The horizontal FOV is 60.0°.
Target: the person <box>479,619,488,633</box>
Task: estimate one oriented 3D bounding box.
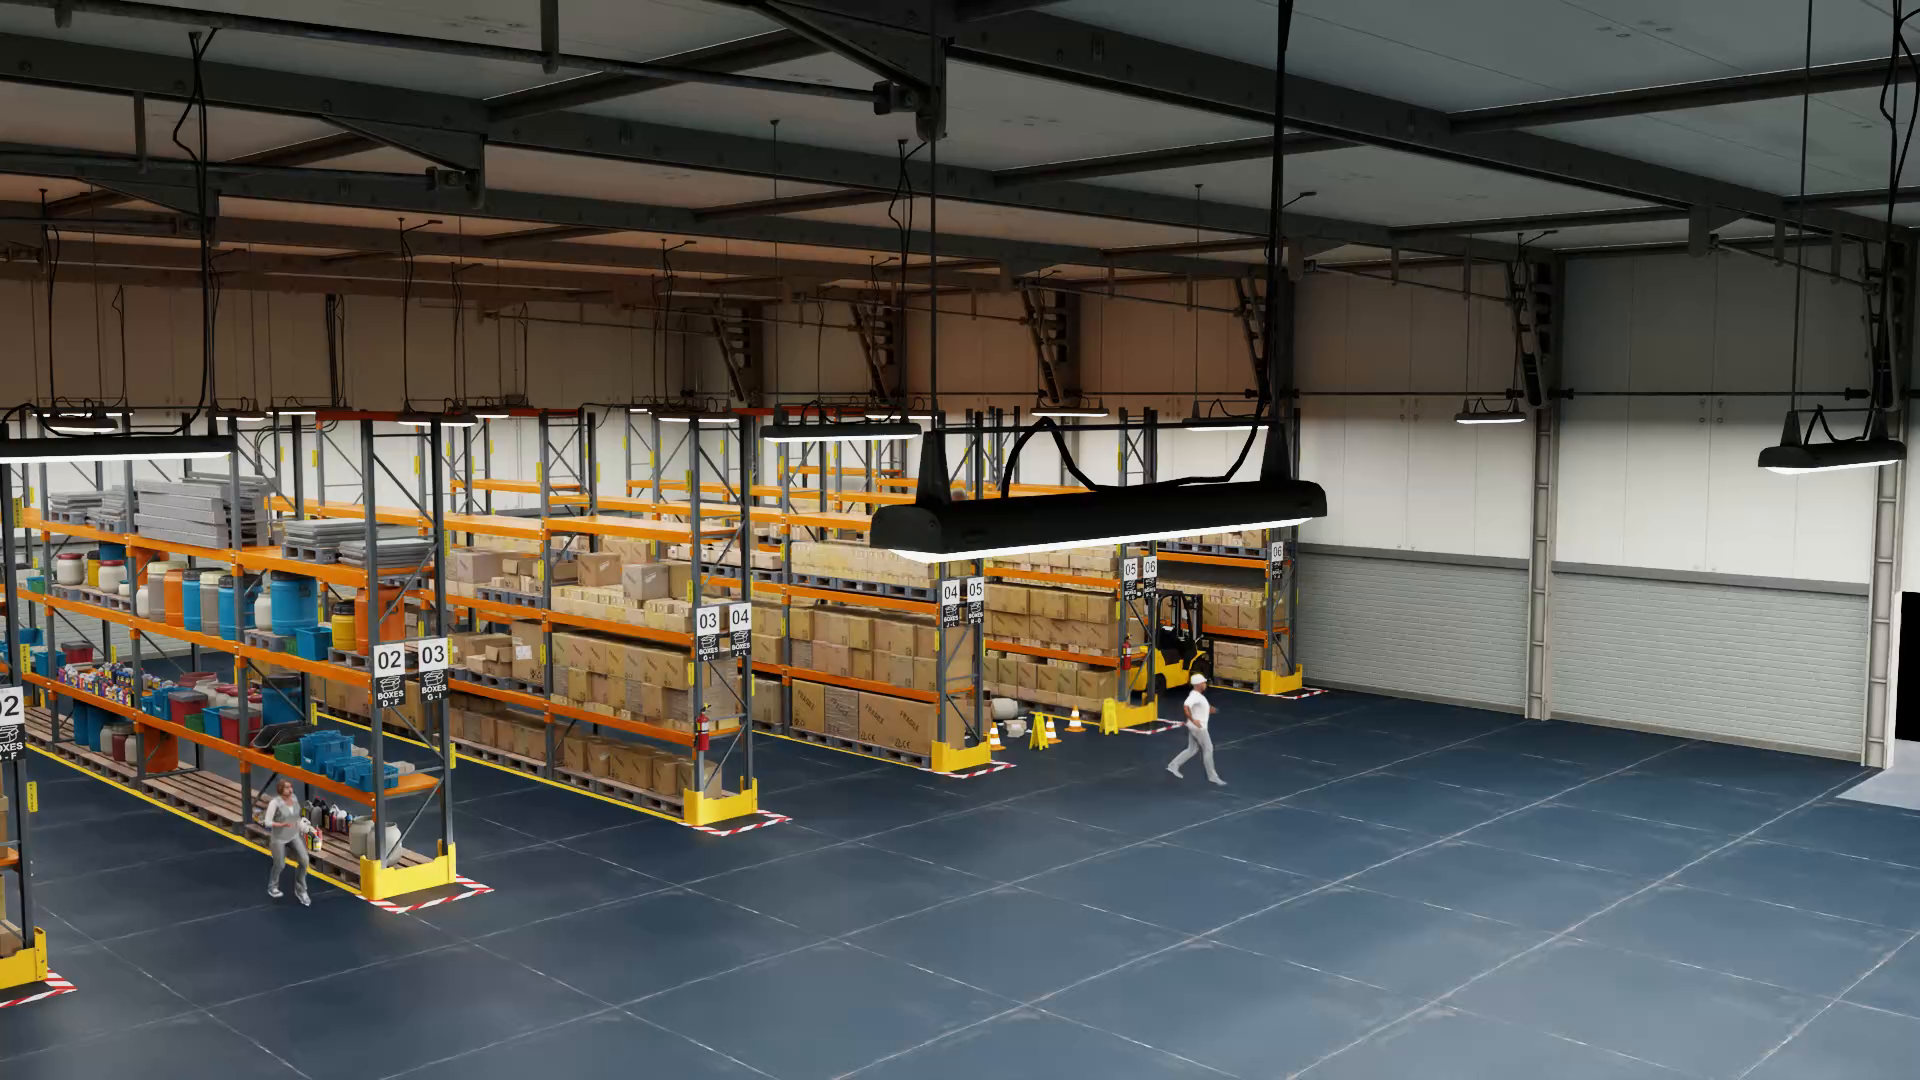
[{"bbox_3d":[-11.726,1.905,40.478,0.600,1.554,0.513,4,6,38],"label":"person"}]

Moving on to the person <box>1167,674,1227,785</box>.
[{"bbox_3d":[3.830,3.056,26.872,0.956,1.792,0.667,0,5,0],"label":"person"}]

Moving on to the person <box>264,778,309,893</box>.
[{"bbox_3d":[-8.350,3.645,20.557,0.742,1.449,0.564,4,6,38],"label":"person"}]

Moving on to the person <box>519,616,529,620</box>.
[{"bbox_3d":[-9.016,2.399,34.485,0.820,1.843,0.644,5,7,43],"label":"person"}]
